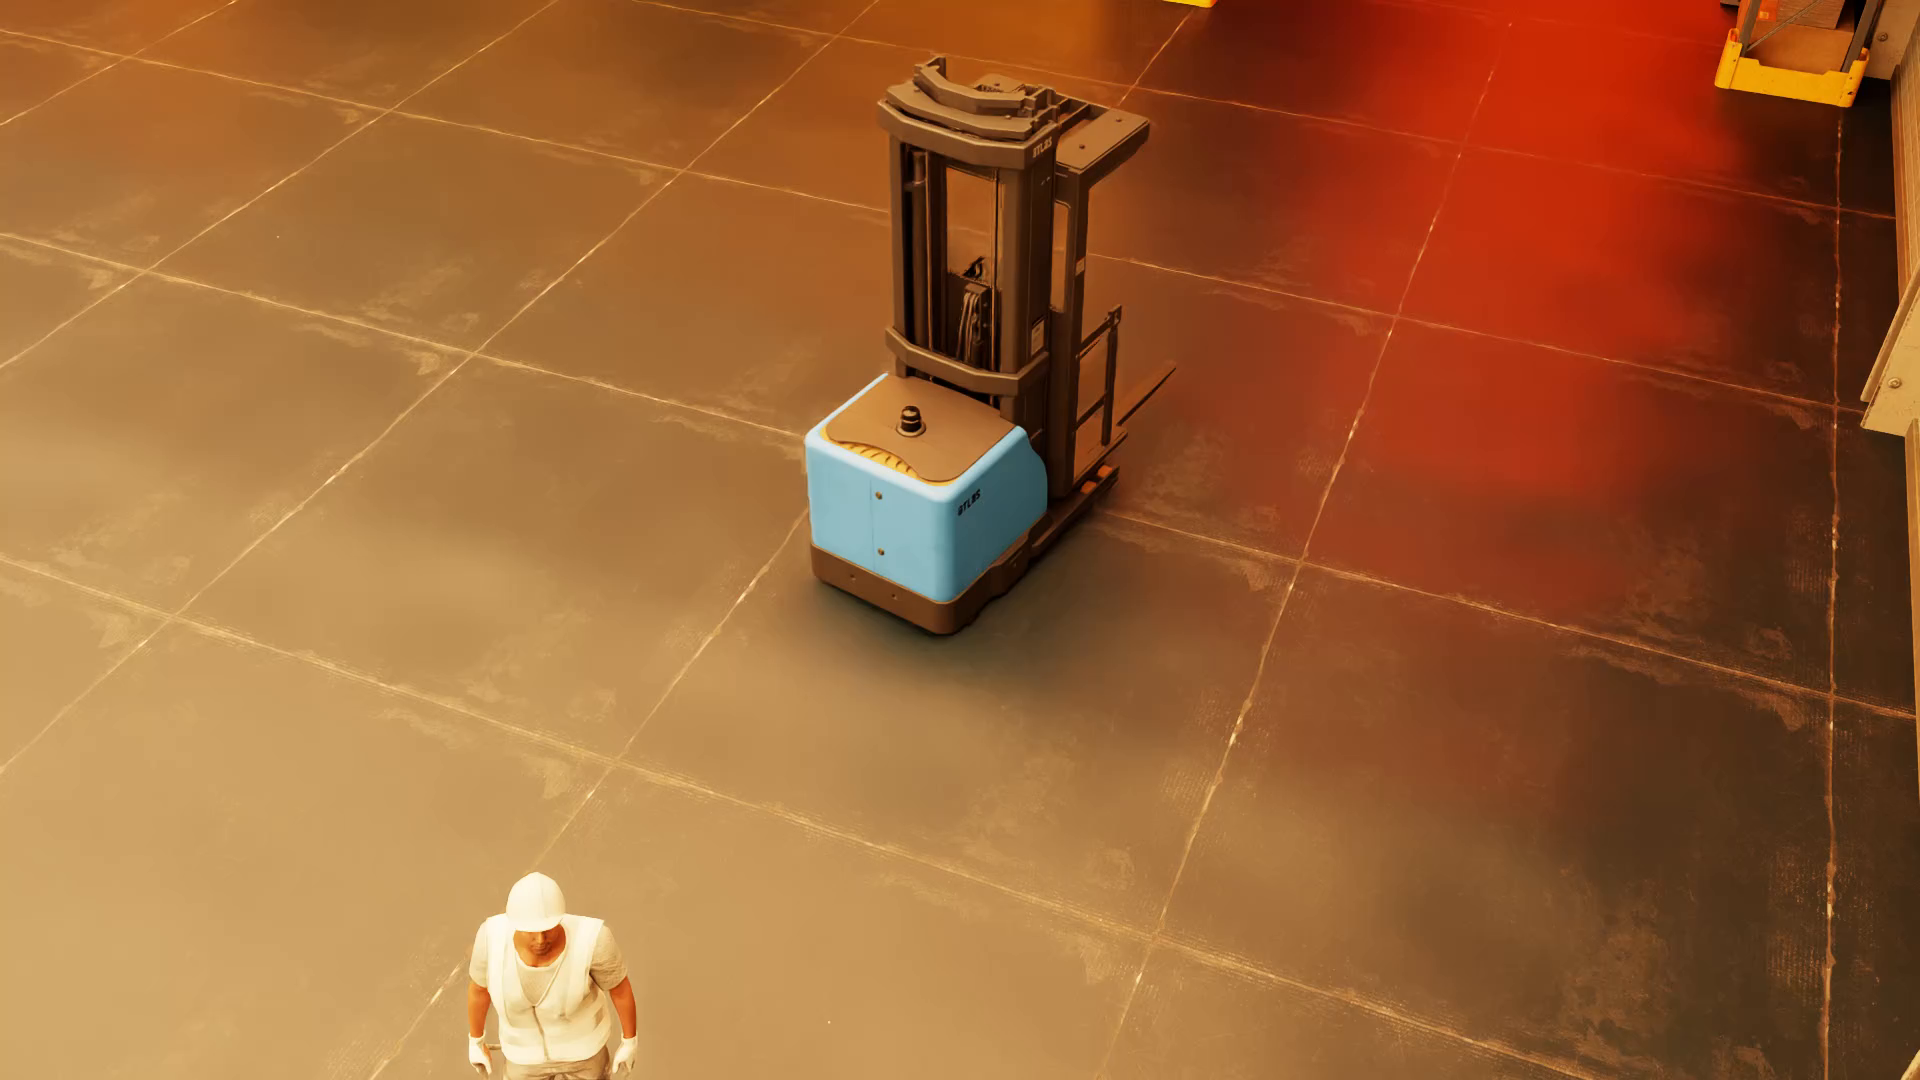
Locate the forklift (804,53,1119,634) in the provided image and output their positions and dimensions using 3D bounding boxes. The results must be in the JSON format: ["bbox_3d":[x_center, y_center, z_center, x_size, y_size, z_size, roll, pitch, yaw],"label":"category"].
[{"bbox_3d":[0.358,-1.491,9.788,1.130,2.935,3.031,24,45,26],"label":"forklift"}]

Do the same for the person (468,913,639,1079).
[{"bbox_3d":[-1.586,2.028,6.496,0.656,1.745,0.577,-3,40,-3],"label":"person"}]
